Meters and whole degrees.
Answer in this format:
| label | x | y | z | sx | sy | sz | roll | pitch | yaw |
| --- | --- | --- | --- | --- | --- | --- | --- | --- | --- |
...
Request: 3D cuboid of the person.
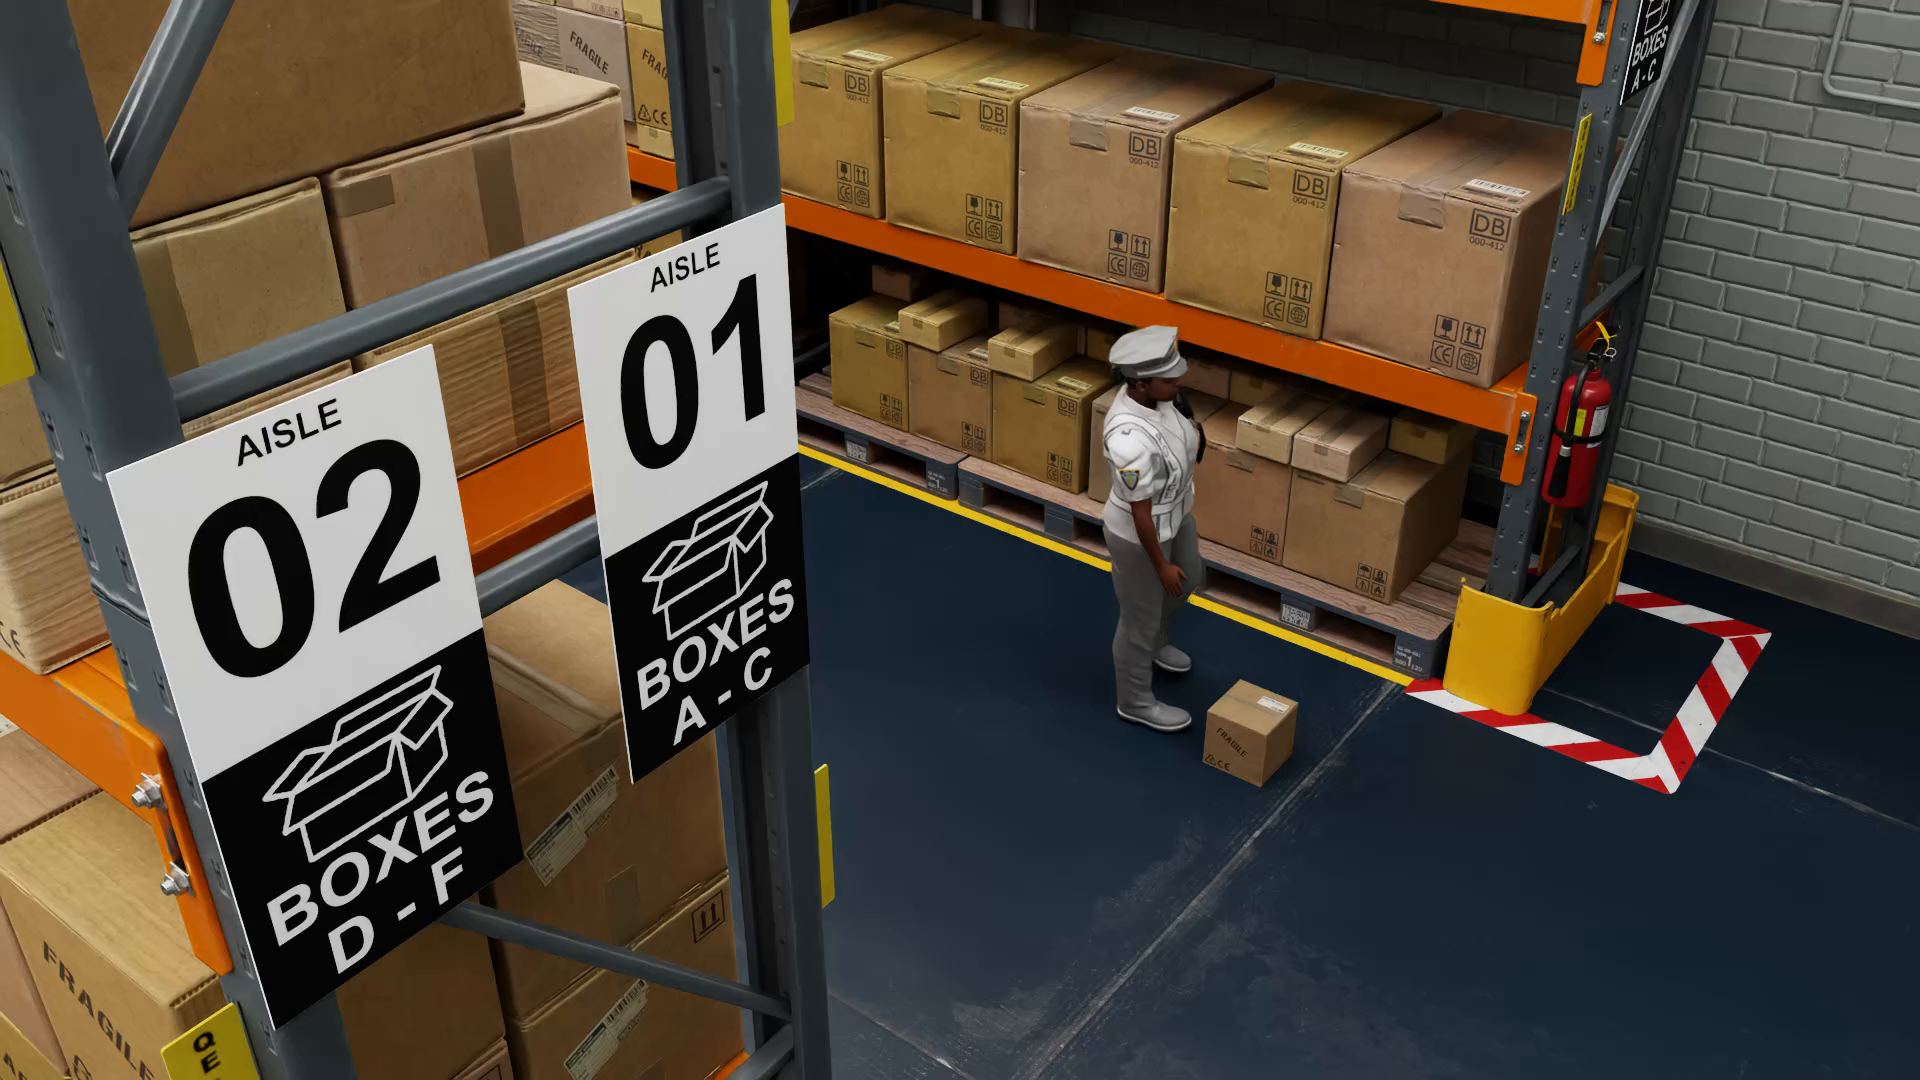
| label | x | y | z | sx | sy | sz | roll | pitch | yaw |
| --- | --- | --- | --- | --- | --- | --- | --- | --- | --- |
| person | 0.752 | -0.065 | 6.192 | 0.408 | 1.680 | 0.665 | 16 | 35 | 24 |
